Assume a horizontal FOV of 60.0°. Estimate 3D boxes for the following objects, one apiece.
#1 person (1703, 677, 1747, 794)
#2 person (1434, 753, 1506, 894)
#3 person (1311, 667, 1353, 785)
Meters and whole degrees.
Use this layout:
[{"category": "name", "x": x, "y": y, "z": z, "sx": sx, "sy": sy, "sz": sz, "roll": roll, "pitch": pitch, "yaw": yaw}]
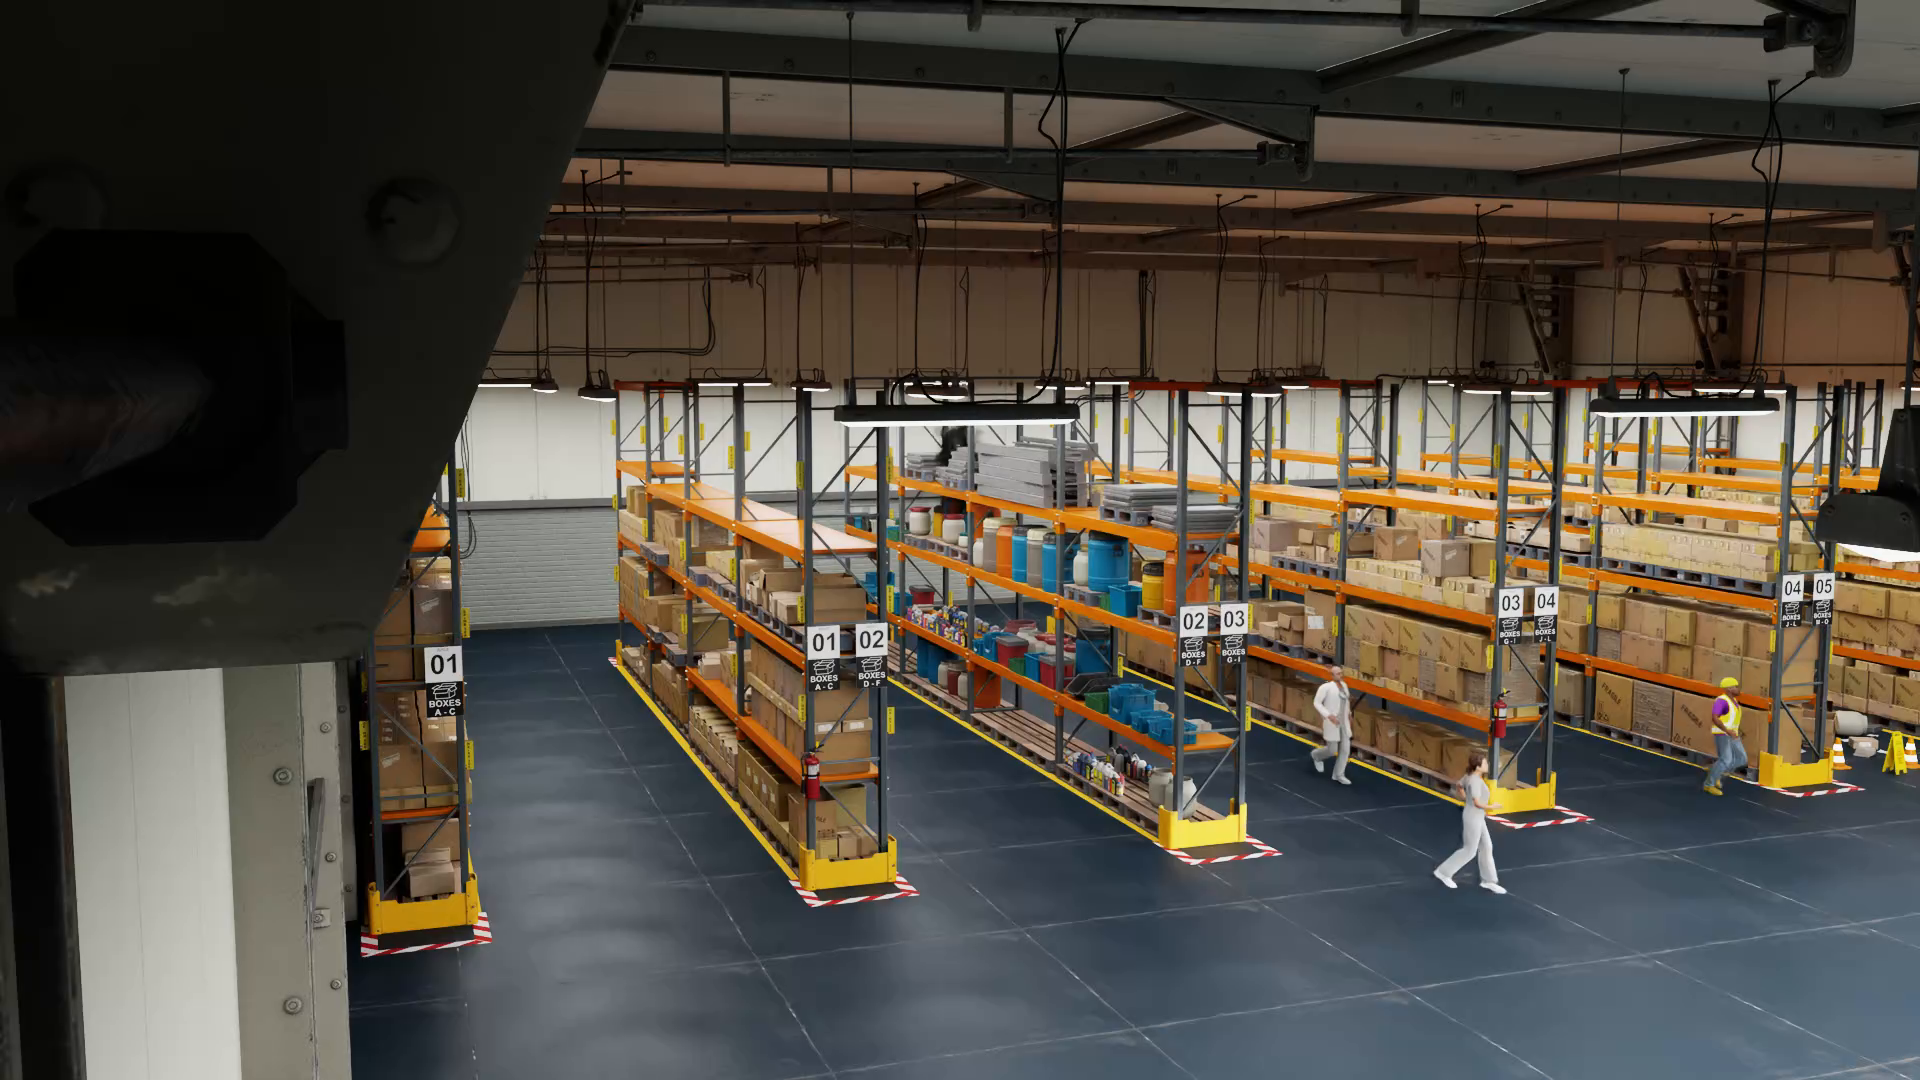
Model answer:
[{"category": "person", "x": 11.379, "y": 2.884, "z": 24.598, "sx": 0.762, "sy": 1.702, "sz": 0.526, "roll": -5, "pitch": 8, "yaw": -42}, {"category": "person", "x": 6.140, "y": 3.391, "z": 19.946, "sx": 0.853, "sy": 1.698, "sz": 0.583, "roll": 1, "pitch": 6, "yaw": 12}, {"category": "person", "x": 5.686, "y": 2.792, "z": 25.340, "sx": 0.718, "sy": 1.760, "sz": 0.833, "roll": -3, "pitch": 7, "yaw": -24}]
